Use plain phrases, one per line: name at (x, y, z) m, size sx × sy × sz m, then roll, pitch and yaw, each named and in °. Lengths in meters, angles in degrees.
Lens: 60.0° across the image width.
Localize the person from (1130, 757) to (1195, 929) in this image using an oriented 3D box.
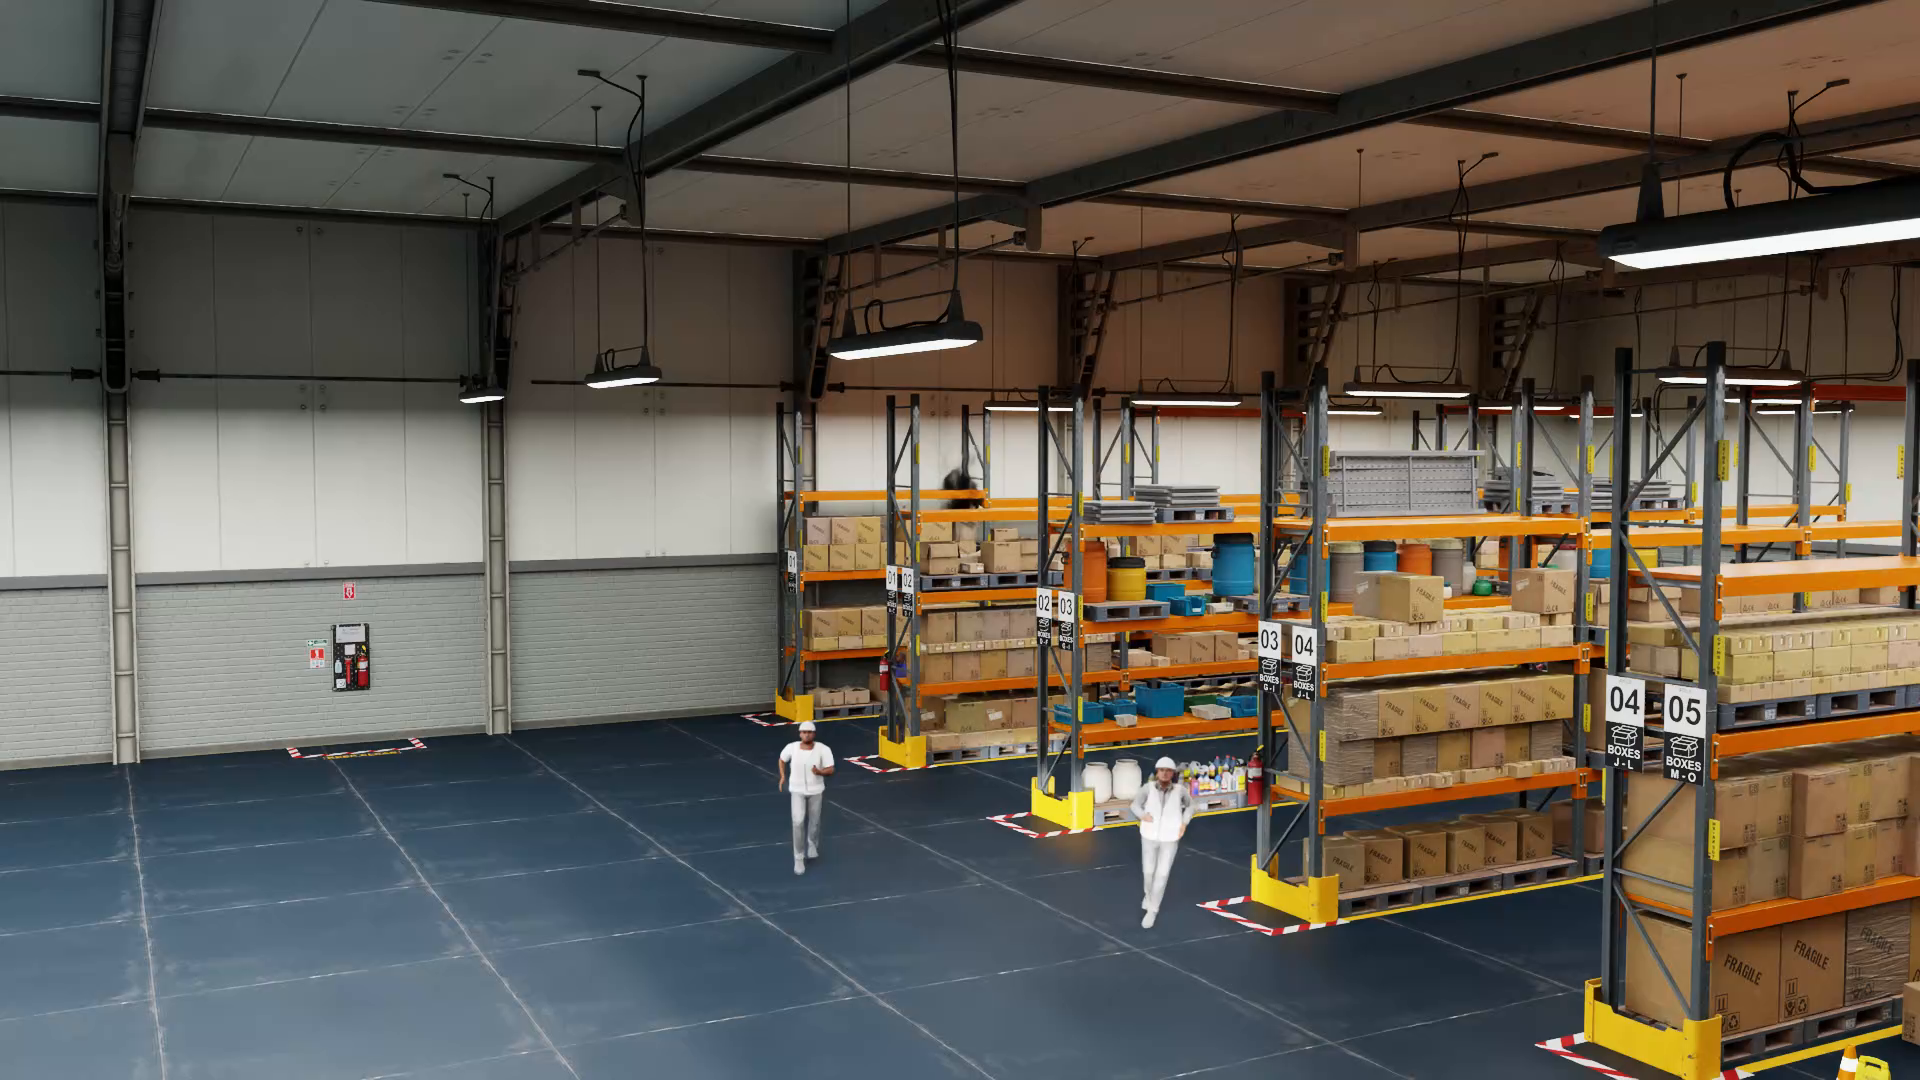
person at (2.194, 3.240, 18.092) m, size 0.683 × 1.781 × 0.891 m, roll 1°, pitch 3°, yaw 15°

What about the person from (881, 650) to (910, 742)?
person at (-1.088, 2.765, 28.749) m, size 0.645 × 1.554 × 0.546 m, roll -3°, pitch 4°, yaw -43°

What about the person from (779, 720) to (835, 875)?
person at (-1.879, 3.116, 20.406) m, size 0.677 × 1.821 × 0.820 m, roll 0°, pitch 3°, yaw -7°
